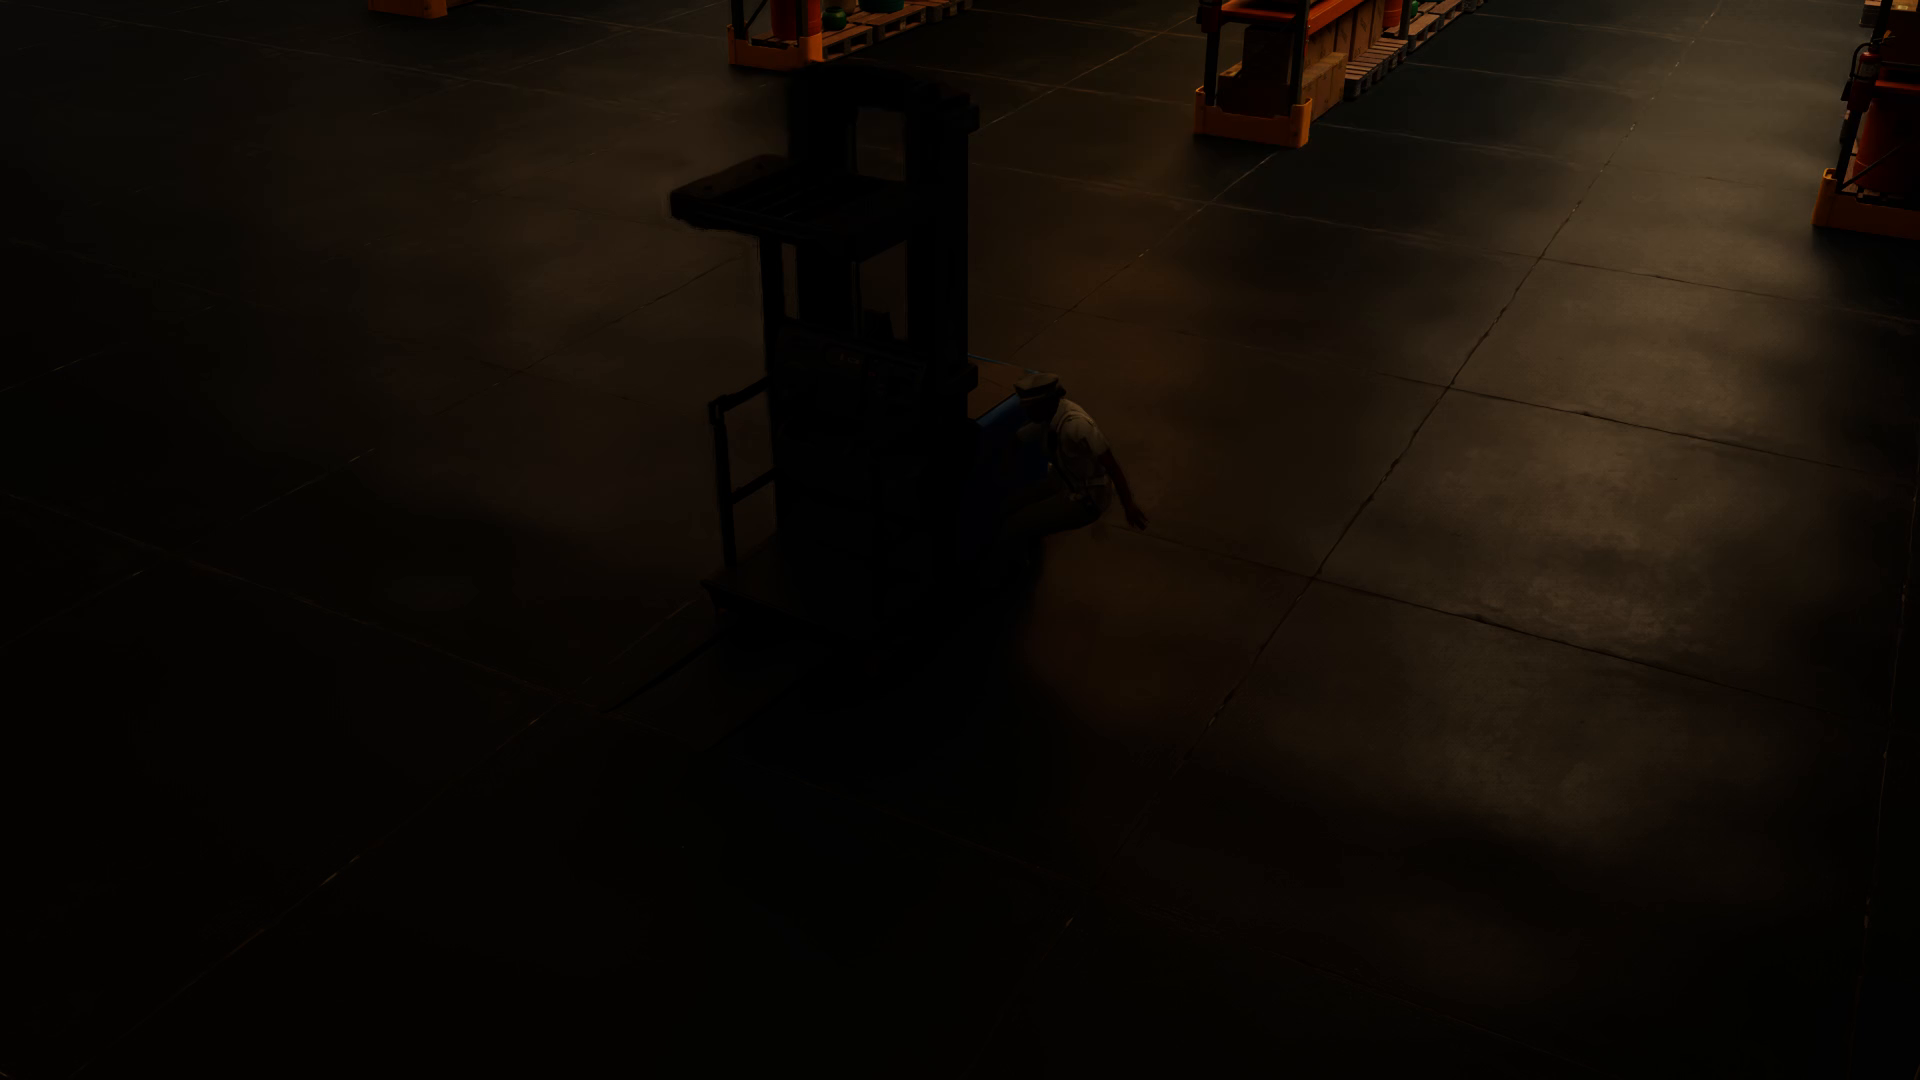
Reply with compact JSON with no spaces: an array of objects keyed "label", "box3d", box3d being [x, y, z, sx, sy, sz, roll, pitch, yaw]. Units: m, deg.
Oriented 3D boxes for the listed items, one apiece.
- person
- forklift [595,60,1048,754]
[{"label":"person","box3d":[0.429,-0.198,9.049,0.900,1.405,0.998,-8,31,-13]},{"label":"forklift","box3d":[-0.688,-0.798,8.453,1.130,2.935,3.031,18,34,28]}]
